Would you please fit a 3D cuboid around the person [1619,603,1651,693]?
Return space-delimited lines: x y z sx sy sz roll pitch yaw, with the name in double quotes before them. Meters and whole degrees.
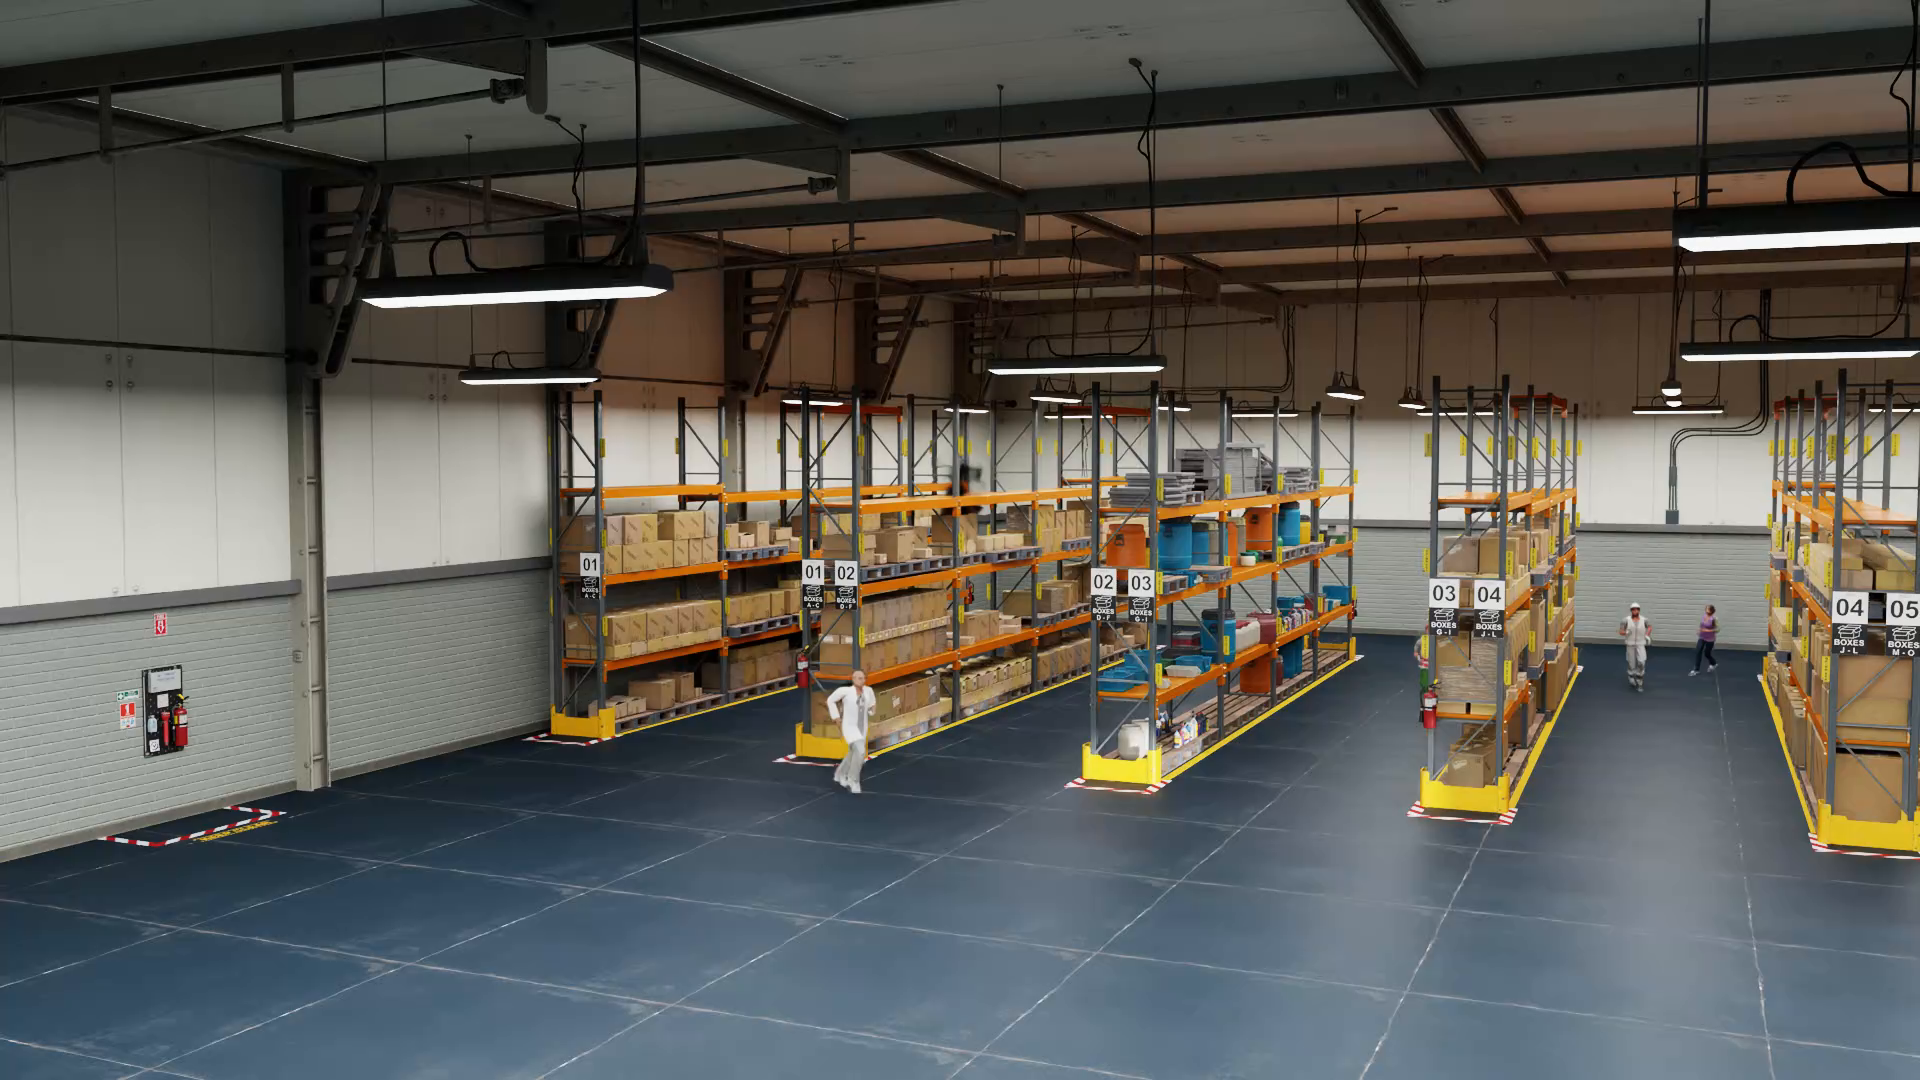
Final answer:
"person" 13.924 2.217 34.303 0.633 1.848 0.793 1 3 19

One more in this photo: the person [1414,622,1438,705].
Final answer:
"person" 8.773 2.405 30.980 0.643 1.741 0.581 1 3 18

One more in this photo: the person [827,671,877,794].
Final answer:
"person" -1.543 2.800 24.229 0.663 1.819 0.881 -3 4 -43

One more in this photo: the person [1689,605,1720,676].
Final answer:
"person" 16.499 2.206 36.575 0.819 1.582 0.558 -2 4 -32
